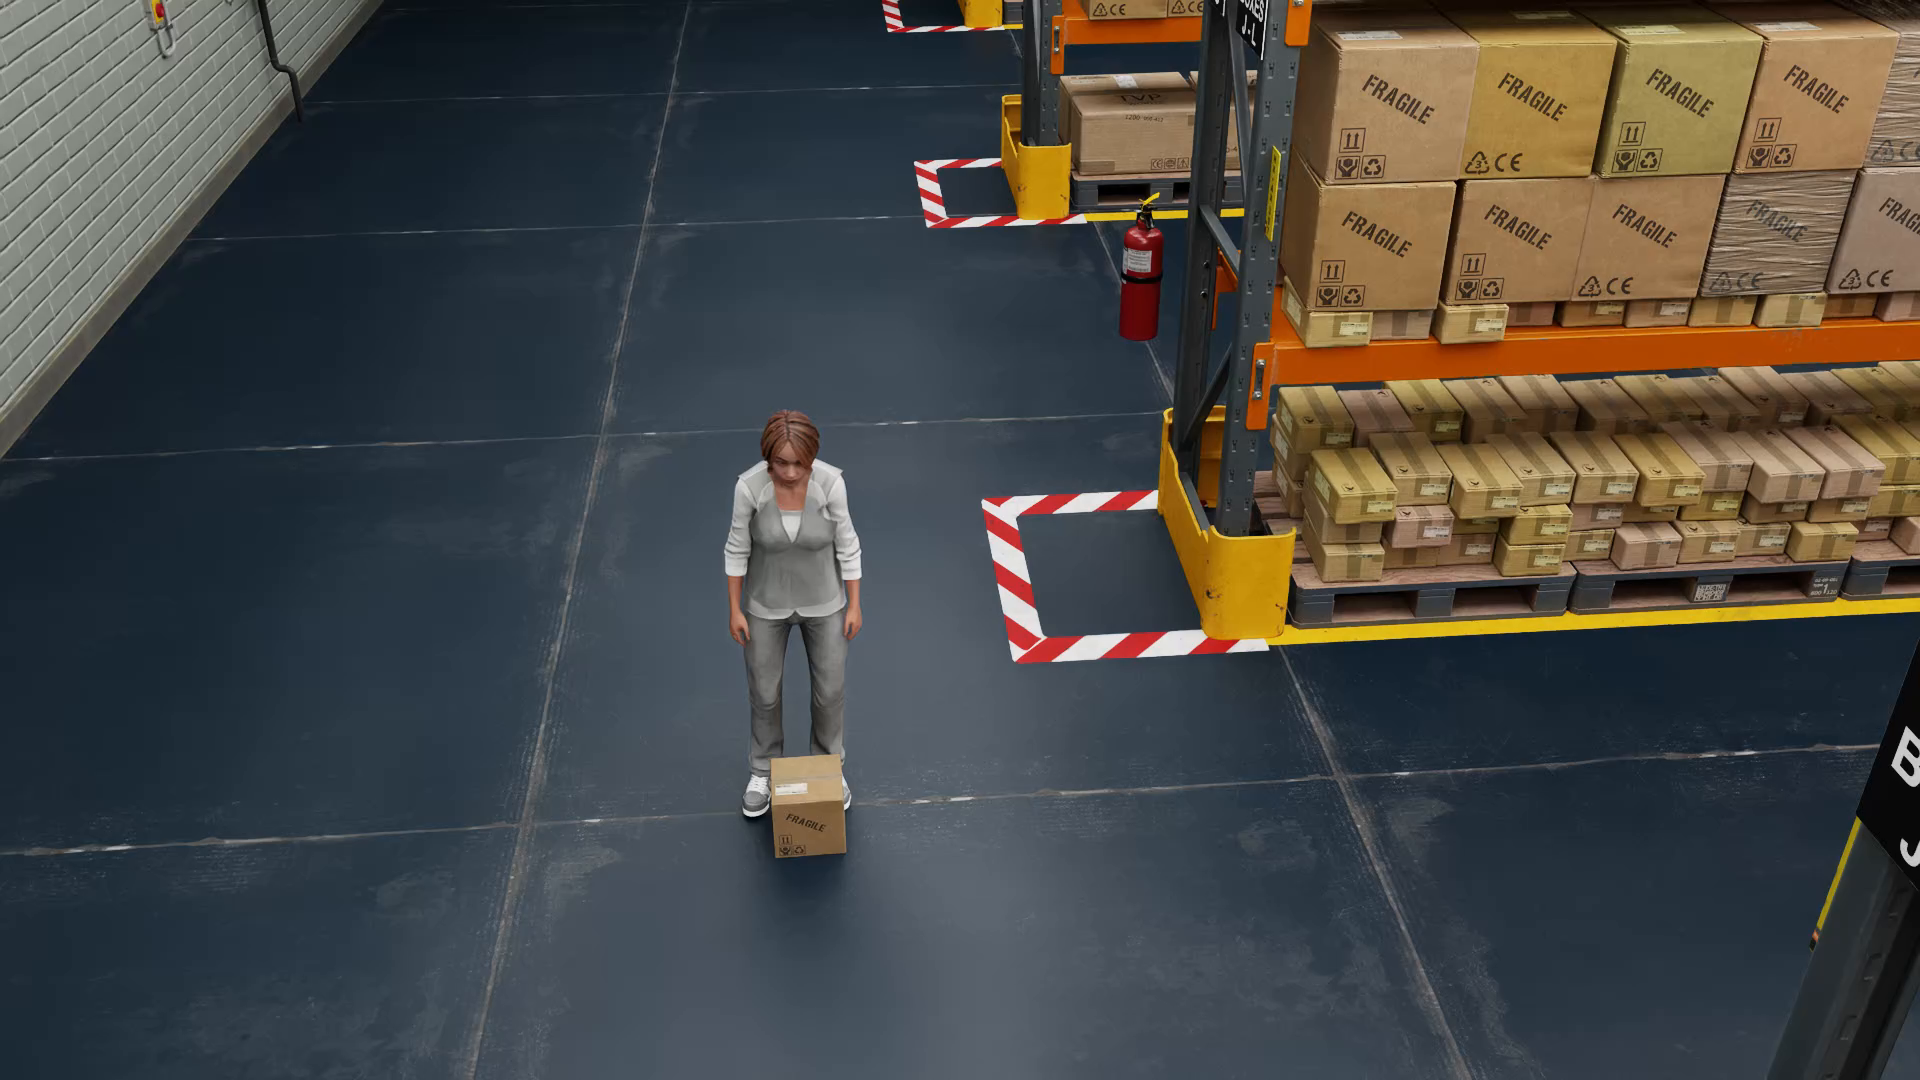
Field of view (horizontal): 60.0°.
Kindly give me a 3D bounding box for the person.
[{"bbox_3d":[-0.569,0.246,5.743,0.471,1.593,0.350,-3,32,-5],"label":"person"}]
